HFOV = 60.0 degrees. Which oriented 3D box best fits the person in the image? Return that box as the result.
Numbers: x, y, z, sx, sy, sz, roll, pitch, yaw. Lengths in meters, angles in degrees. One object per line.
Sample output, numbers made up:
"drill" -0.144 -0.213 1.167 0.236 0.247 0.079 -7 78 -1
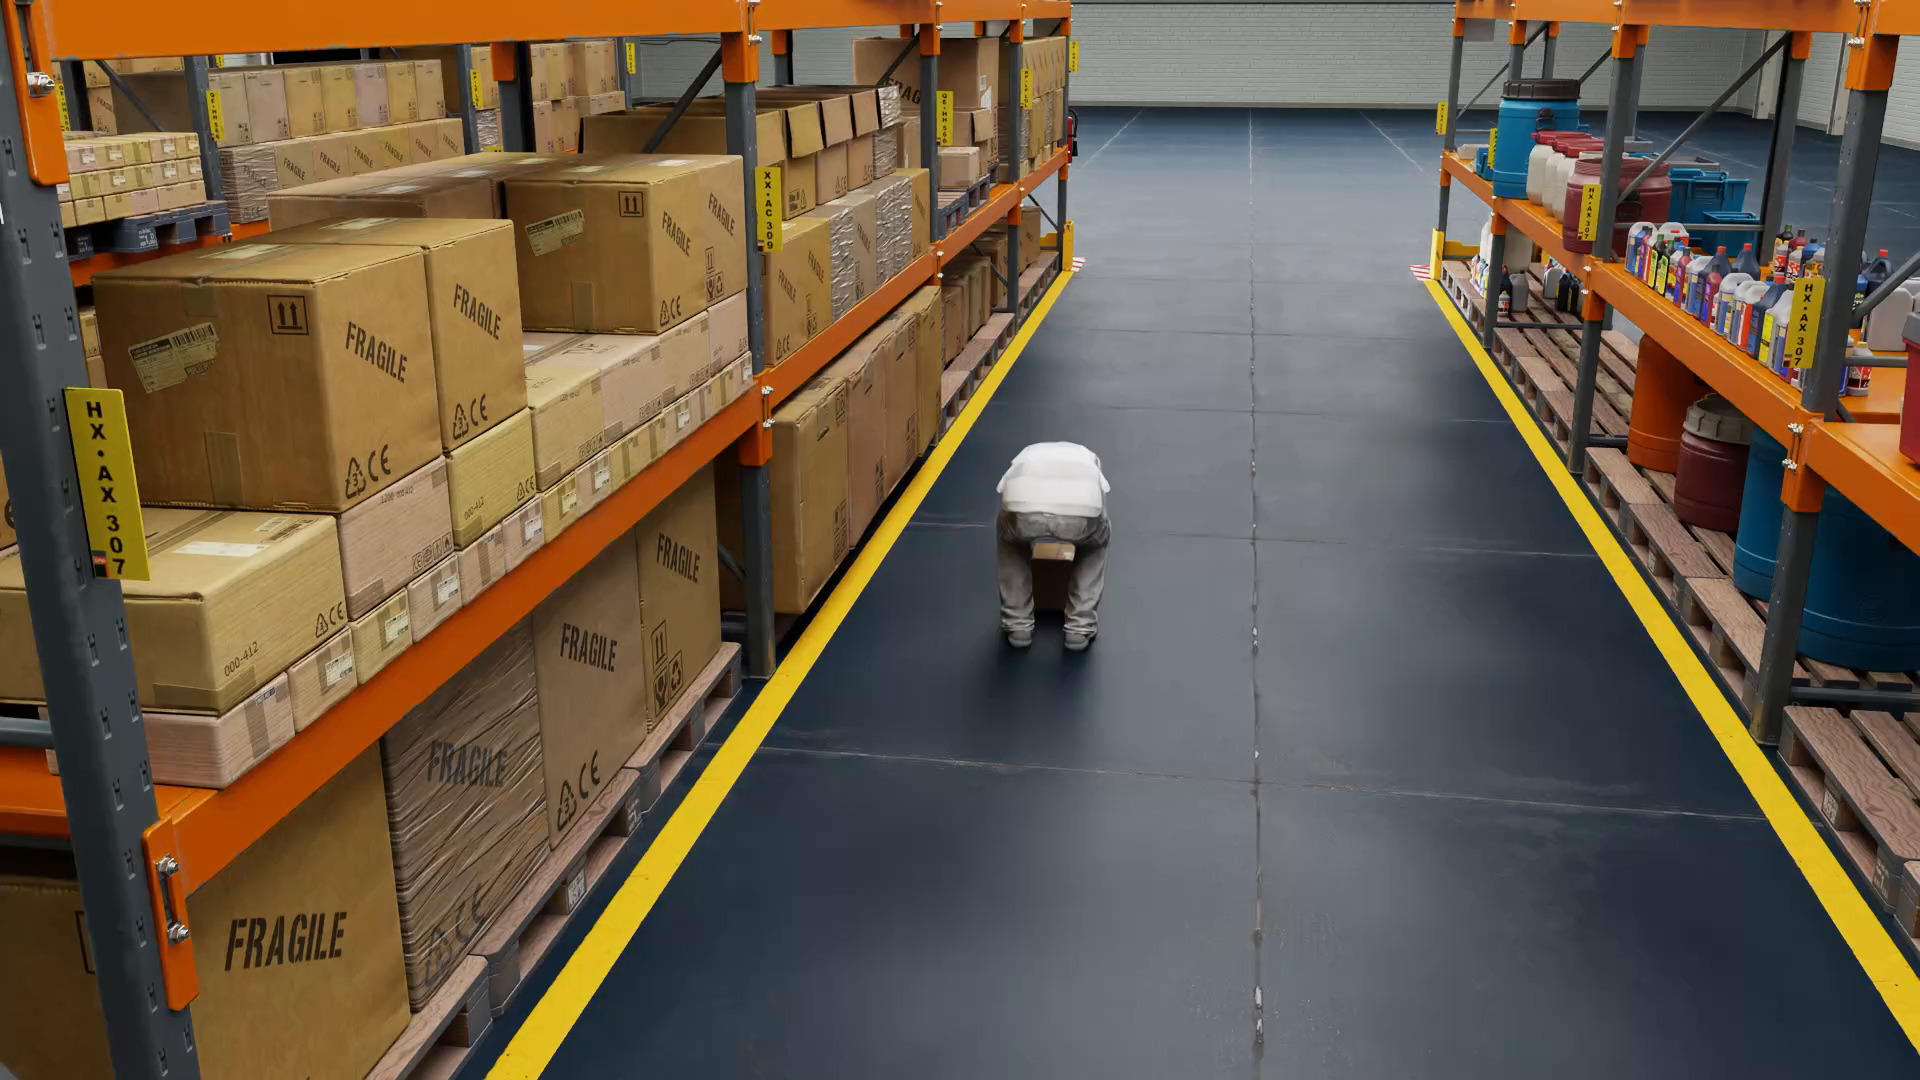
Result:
"person" 0.420 -0.026 7.561 0.536 0.917 0.986 2 18 6
